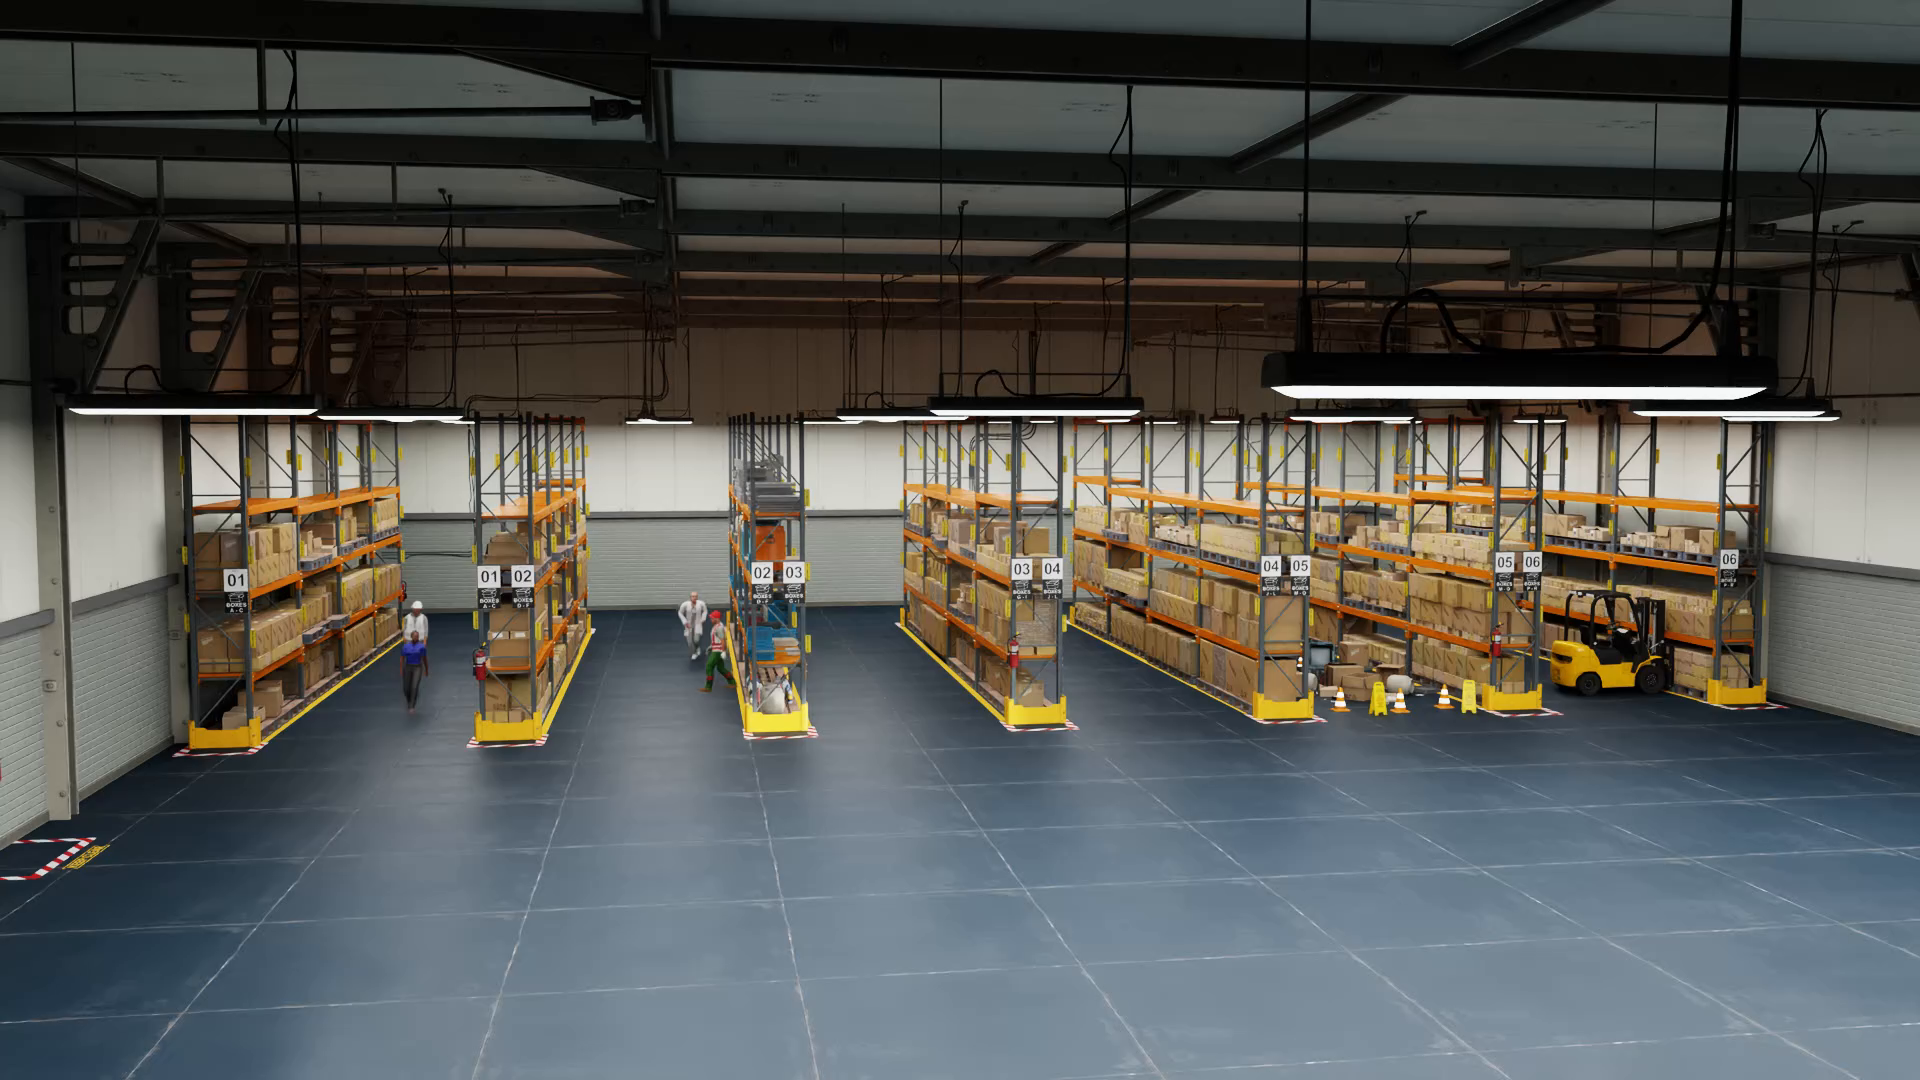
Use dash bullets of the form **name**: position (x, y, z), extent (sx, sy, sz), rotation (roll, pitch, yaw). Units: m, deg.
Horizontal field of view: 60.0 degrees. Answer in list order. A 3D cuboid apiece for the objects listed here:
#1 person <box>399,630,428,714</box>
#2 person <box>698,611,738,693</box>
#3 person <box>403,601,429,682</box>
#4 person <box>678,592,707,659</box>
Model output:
- **person**: position (-11.010, 2.650, 33.517), extent (0.538, 1.637, 0.786), rotation (-1, 4, -14)
- **person**: position (-5.241, 2.413, 35.990), extent (0.804, 1.755, 0.593), rotation (0, 4, -1)
- **person**: position (-12.325, 2.294, 37.660), extent (0.564, 1.795, 0.663), rotation (-1, 4, -18)
- **person**: position (-6.576, 2.105, 40.945), extent (0.677, 1.687, 0.674), rotation (0, 4, 0)
